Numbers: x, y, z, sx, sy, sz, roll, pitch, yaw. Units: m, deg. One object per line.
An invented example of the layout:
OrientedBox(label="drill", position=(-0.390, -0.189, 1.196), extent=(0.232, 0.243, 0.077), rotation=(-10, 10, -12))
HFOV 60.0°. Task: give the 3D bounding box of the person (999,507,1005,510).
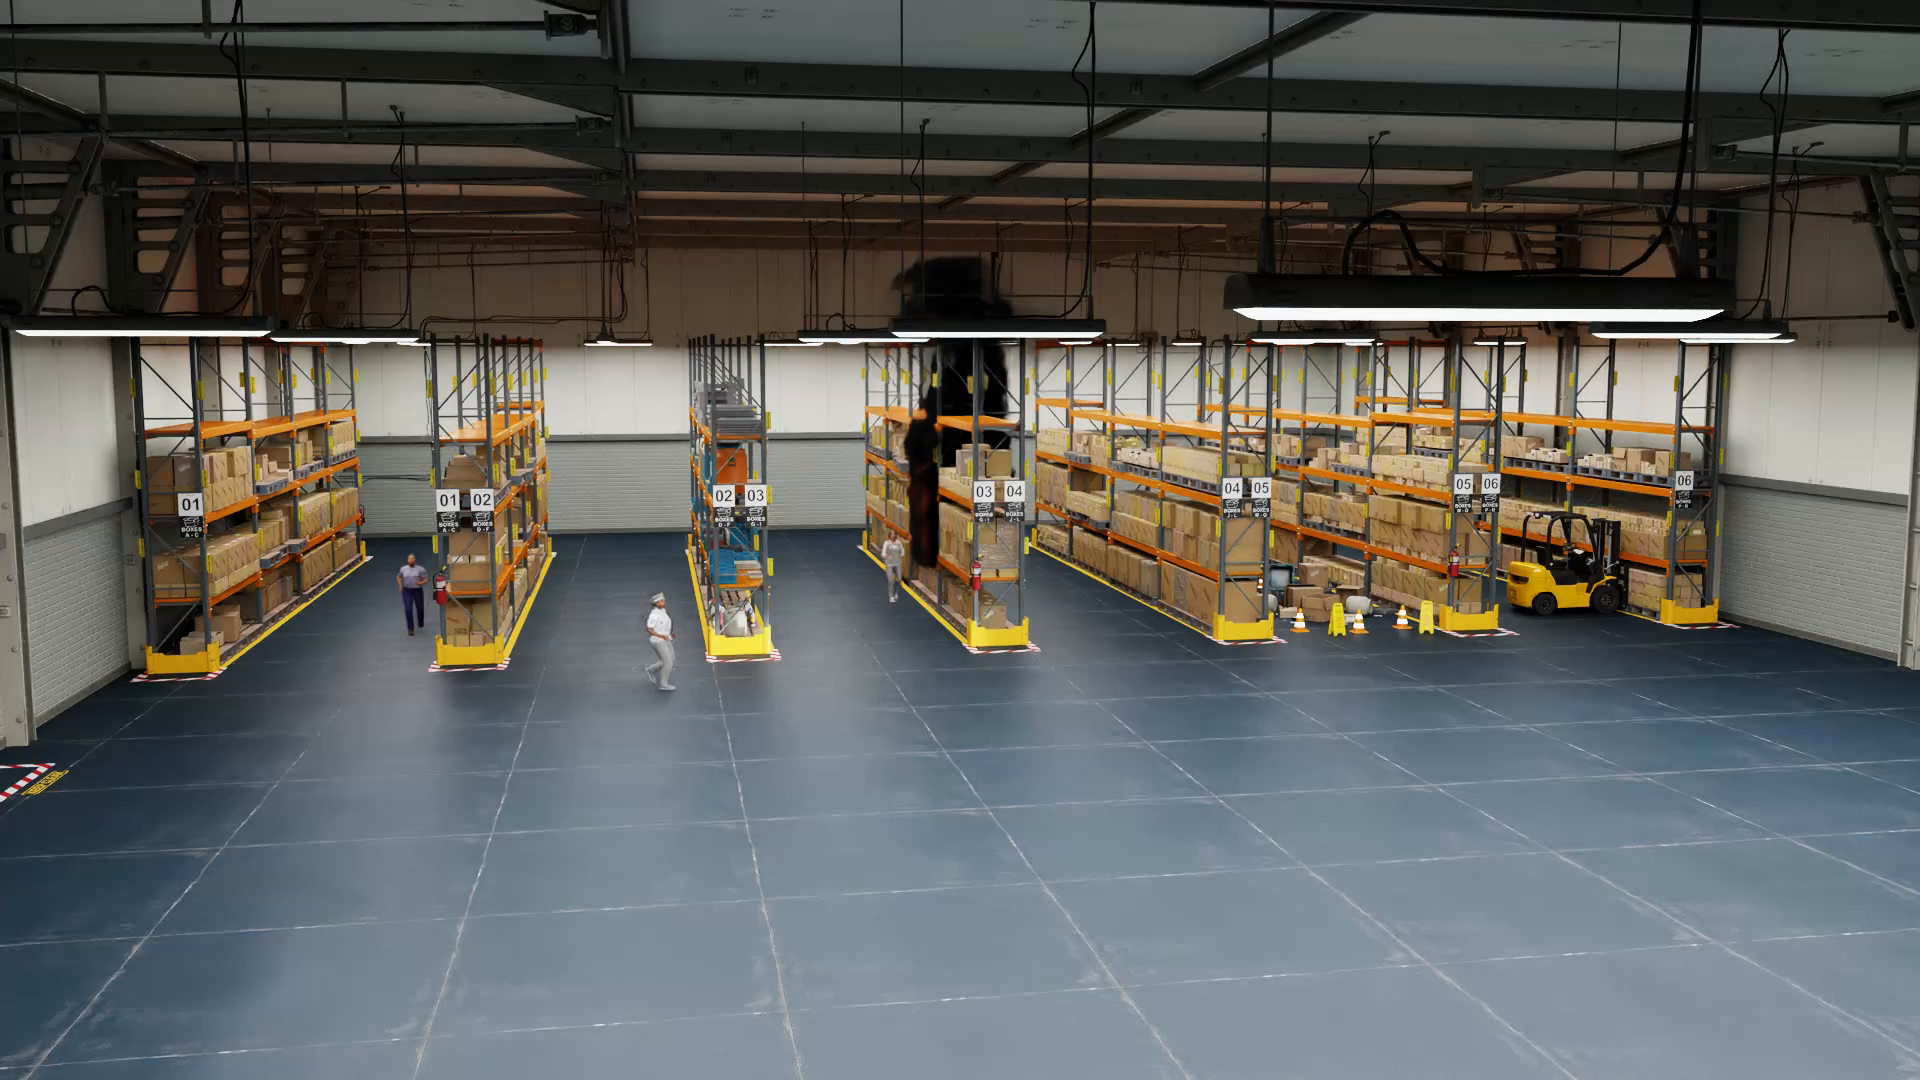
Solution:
OrientedBox(label="person", position=(1.105, -0.564, 47.616), extent=(0.688, 1.697, 0.528), rotation=(1, 7, 10))

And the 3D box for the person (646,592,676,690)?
OrientedBox(label="person", position=(-5.063, 1.699, 28.007), extent=(0.566, 1.650, 0.574), rotation=(2, 7, 15))

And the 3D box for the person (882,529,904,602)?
OrientedBox(label="person", position=(-1.409, 0.566, 35.701), extent=(0.524, 1.587, 0.543), rotation=(-2, 7, -14))

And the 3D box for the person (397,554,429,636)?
OrientedBox(label="person", position=(-11.031, 1.092, 33.530), extent=(0.620, 1.594, 0.843), rotation=(-2, 7, -15))
